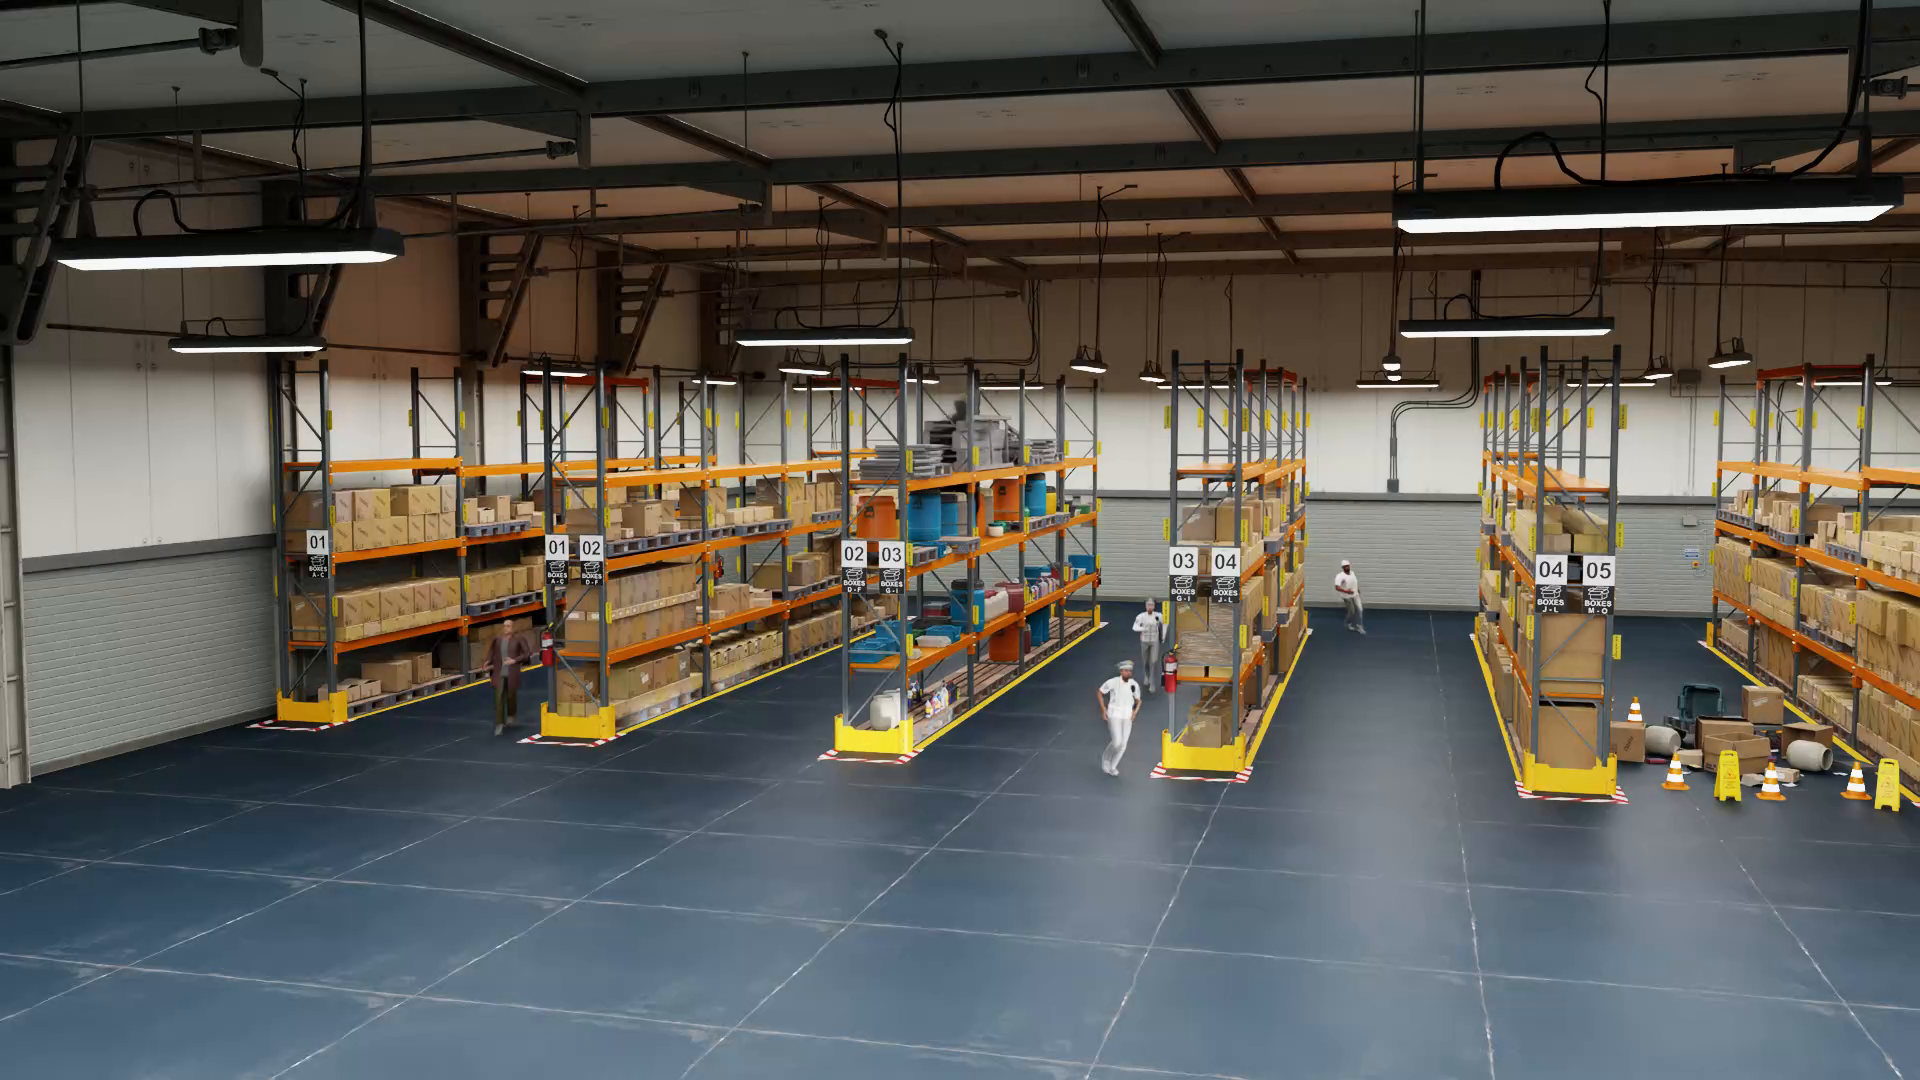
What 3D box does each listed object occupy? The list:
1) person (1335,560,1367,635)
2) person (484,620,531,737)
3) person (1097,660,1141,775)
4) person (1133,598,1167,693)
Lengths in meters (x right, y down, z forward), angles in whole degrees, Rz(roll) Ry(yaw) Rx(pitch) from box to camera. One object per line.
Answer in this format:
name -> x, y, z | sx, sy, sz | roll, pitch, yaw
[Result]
person -> 9.126, 1.331, 39.016 | 0.708, 1.729, 0.783 | -2, 5, -27
person -> -7.290, 2.190, 26.811 | 0.757, 1.813, 1.010 | 0, 4, -4
person -> 2.269, 2.497, 23.406 | 0.604, 1.640, 0.510 | -1, 4, -17
person -> 3.527, 1.918, 30.881 | 0.629, 1.722, 0.866 | 1, 4, 8
